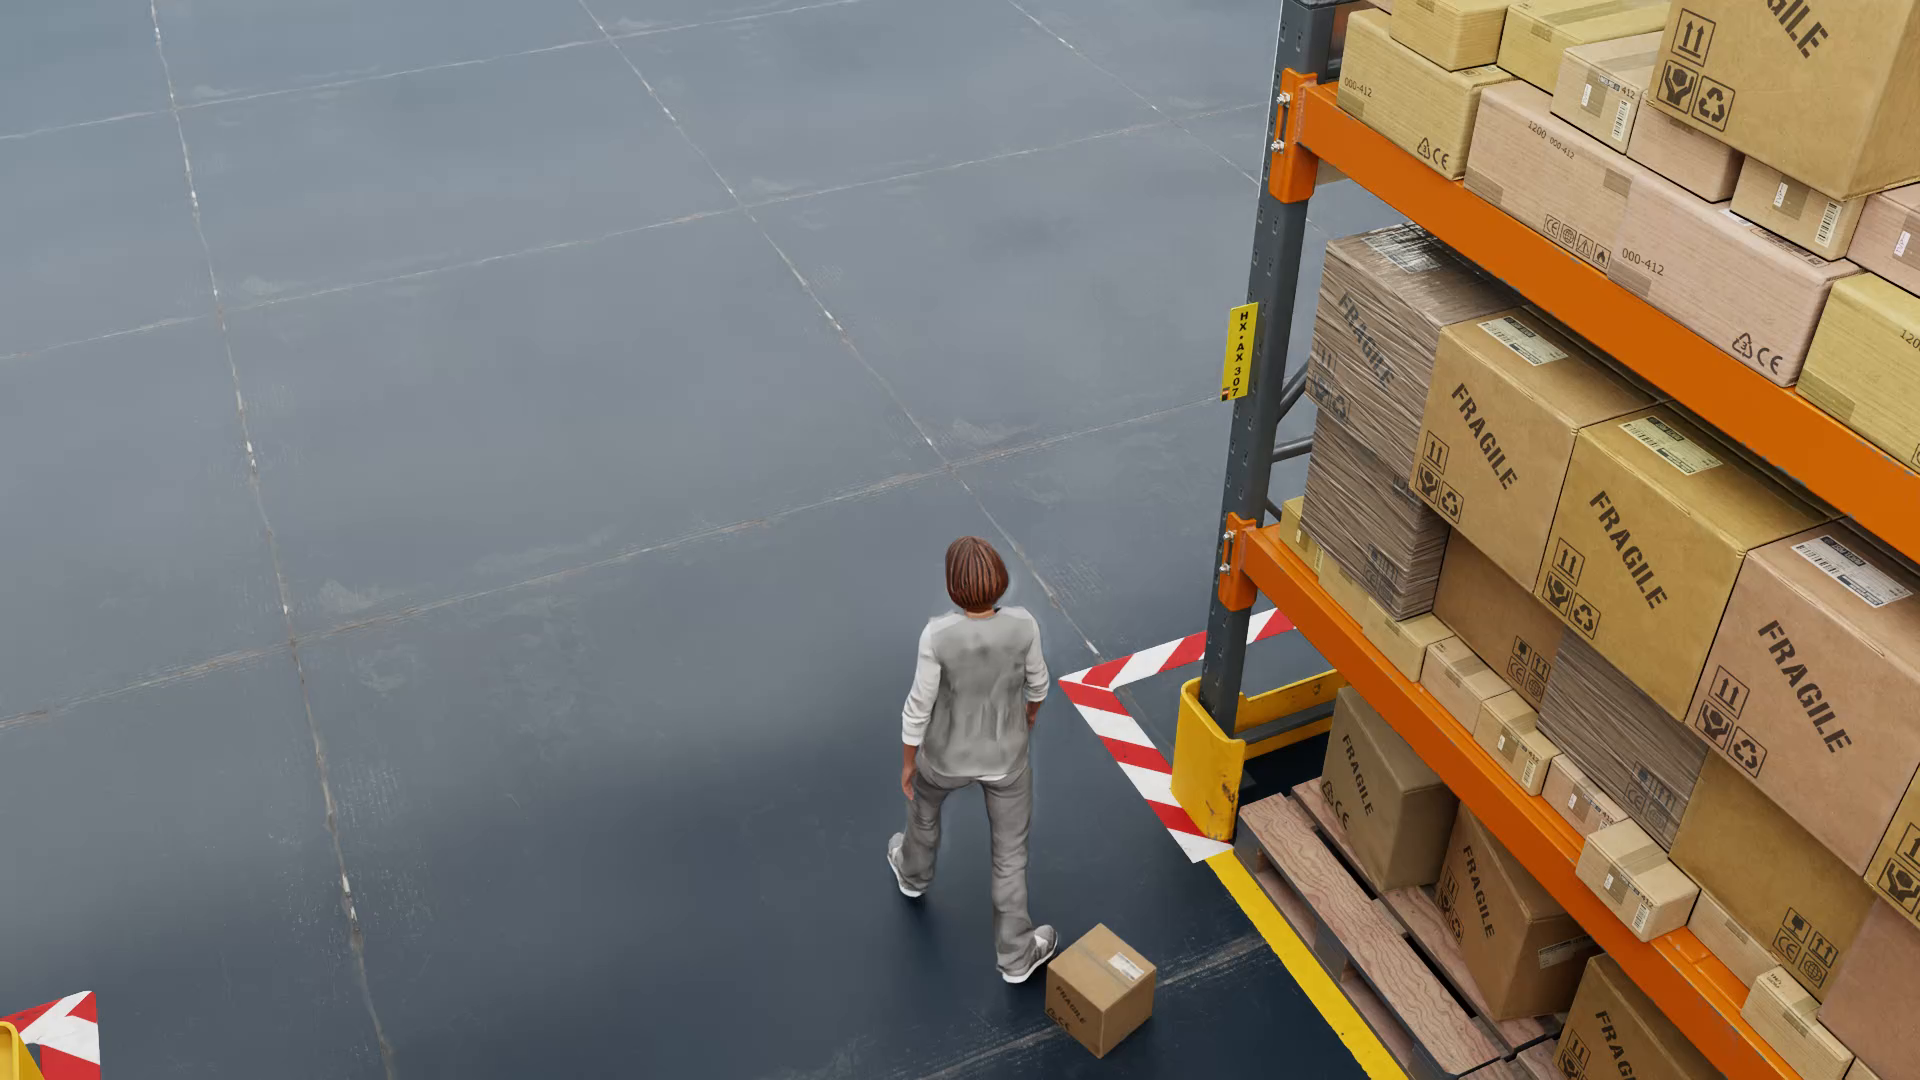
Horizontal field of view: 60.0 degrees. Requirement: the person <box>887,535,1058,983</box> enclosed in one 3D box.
[{"bbox_3d":[0.041,0.681,5.305,0.554,1.546,0.690,-3,38,-4],"label":"person"}]
